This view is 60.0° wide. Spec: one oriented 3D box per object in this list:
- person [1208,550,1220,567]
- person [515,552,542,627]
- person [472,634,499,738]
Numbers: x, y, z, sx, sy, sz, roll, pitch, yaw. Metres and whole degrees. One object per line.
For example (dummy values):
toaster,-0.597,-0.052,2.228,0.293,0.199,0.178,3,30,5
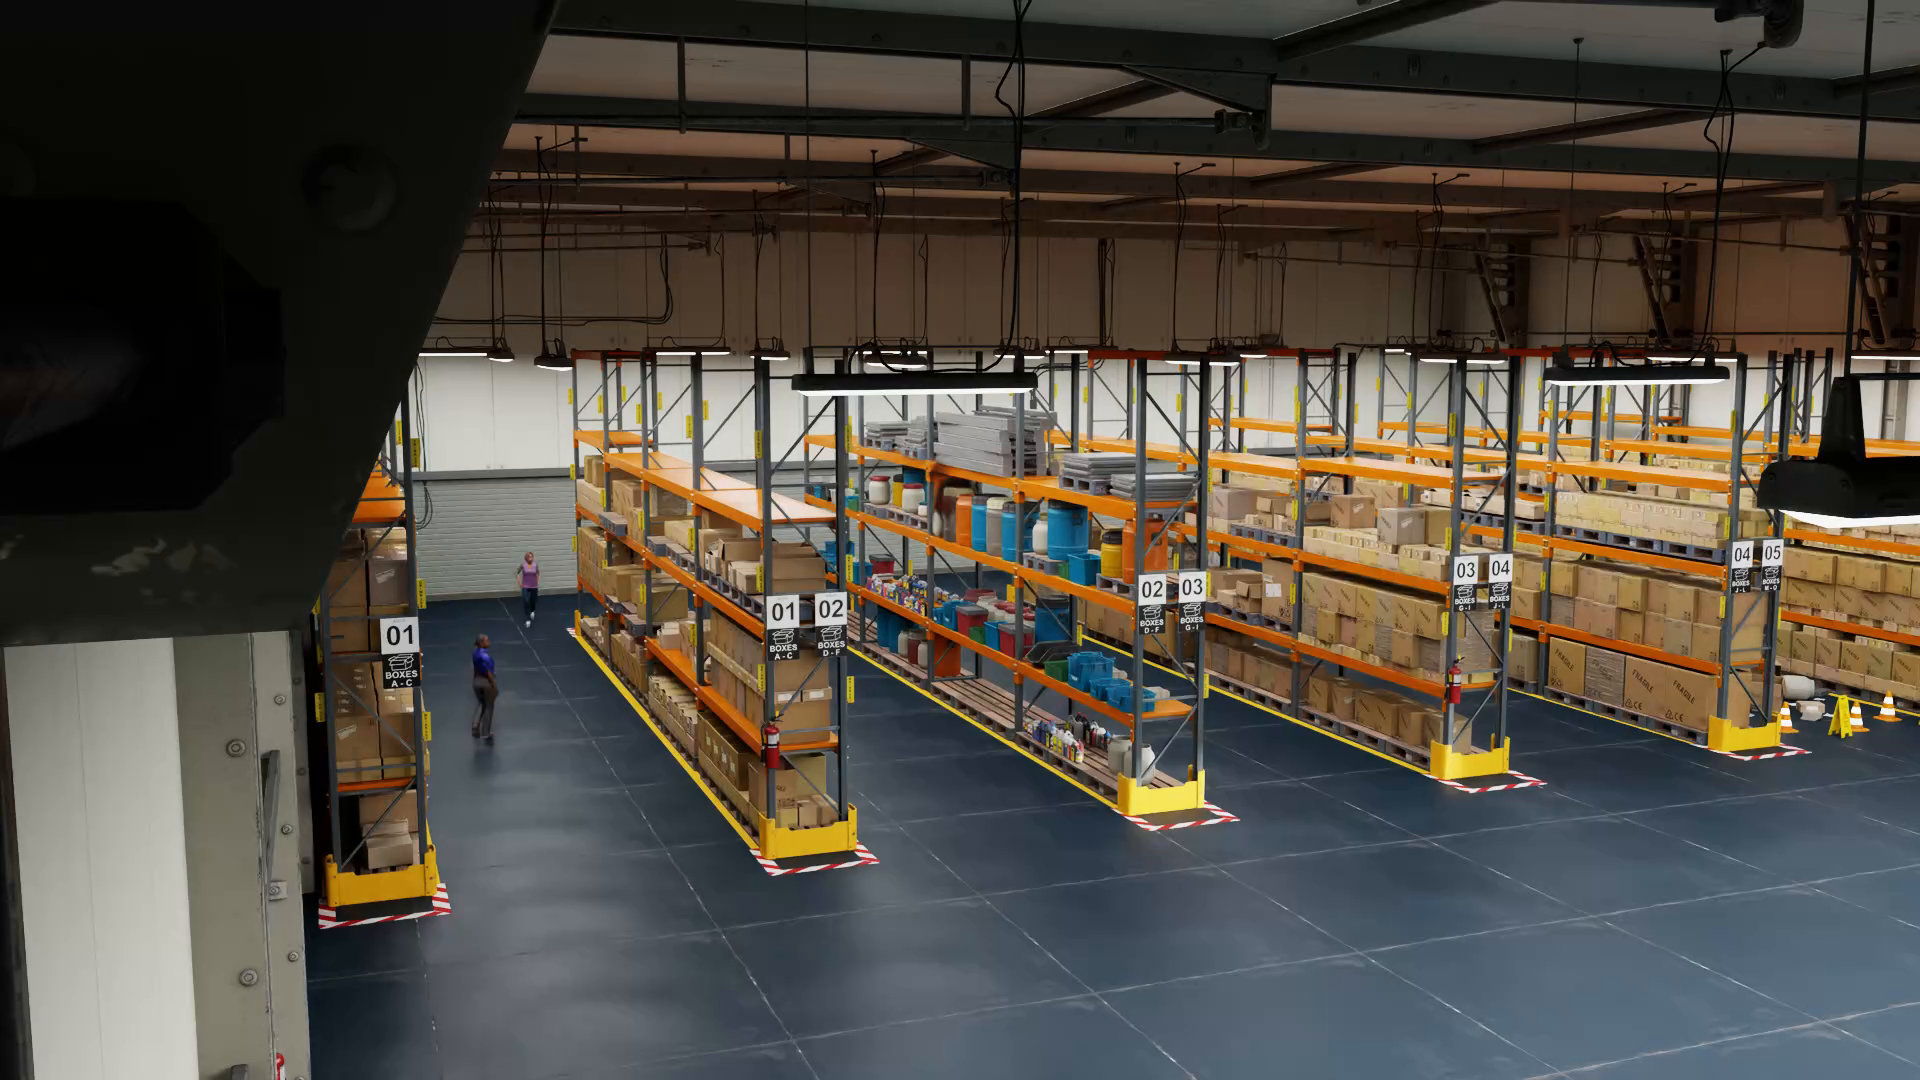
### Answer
person,6.448,0.264,41.620,0.666,1.776,0.558,-3,8,-24
person,-9.401,1.052,36.282,0.585,1.607,0.755,-2,7,-16
person,-7.419,2.277,25.973,0.458,1.656,0.432,2,8,19
